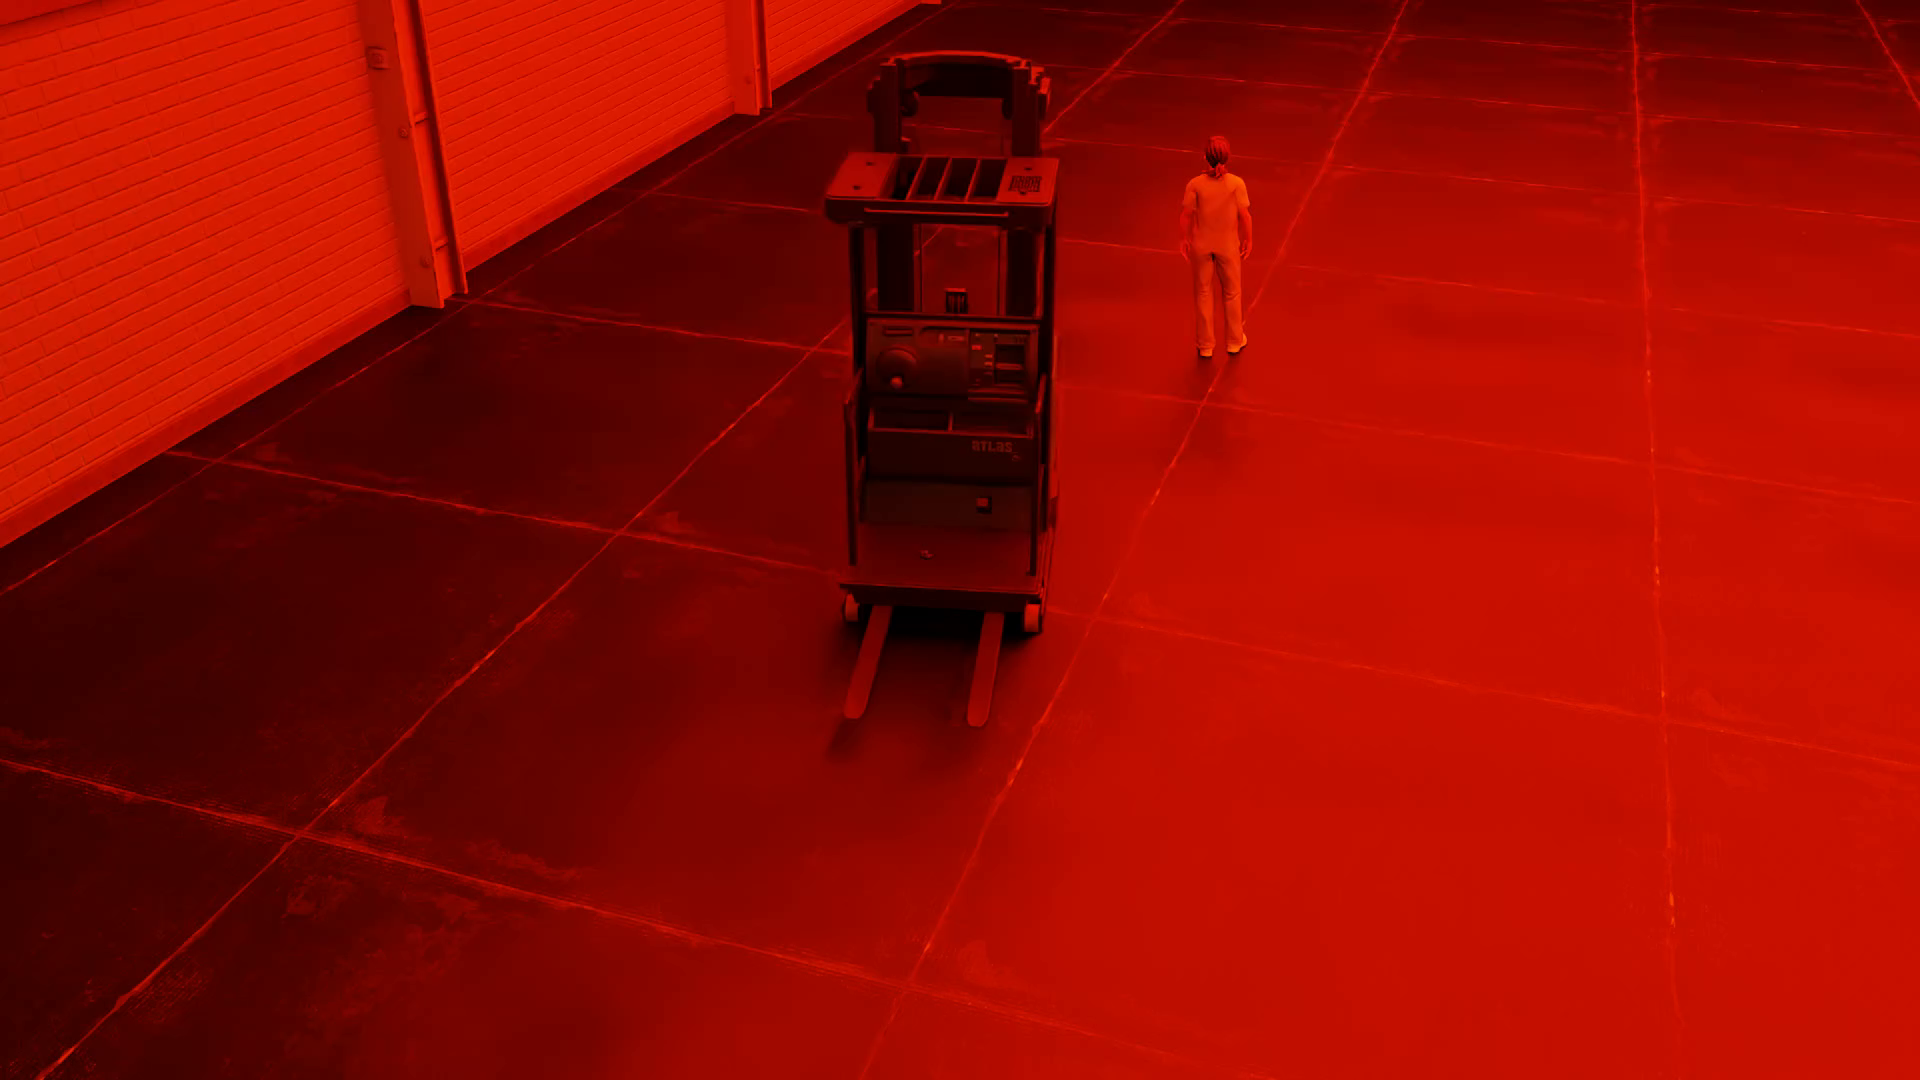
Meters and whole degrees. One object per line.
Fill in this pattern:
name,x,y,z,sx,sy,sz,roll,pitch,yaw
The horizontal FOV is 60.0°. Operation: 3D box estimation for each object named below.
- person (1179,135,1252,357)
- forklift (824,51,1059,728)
person,1.879,-2.147,12.186,0.549,1.646,0.550,6,30,11
forklift,-0.065,-0.937,8.780,1.130,2.935,3.031,3,30,5
